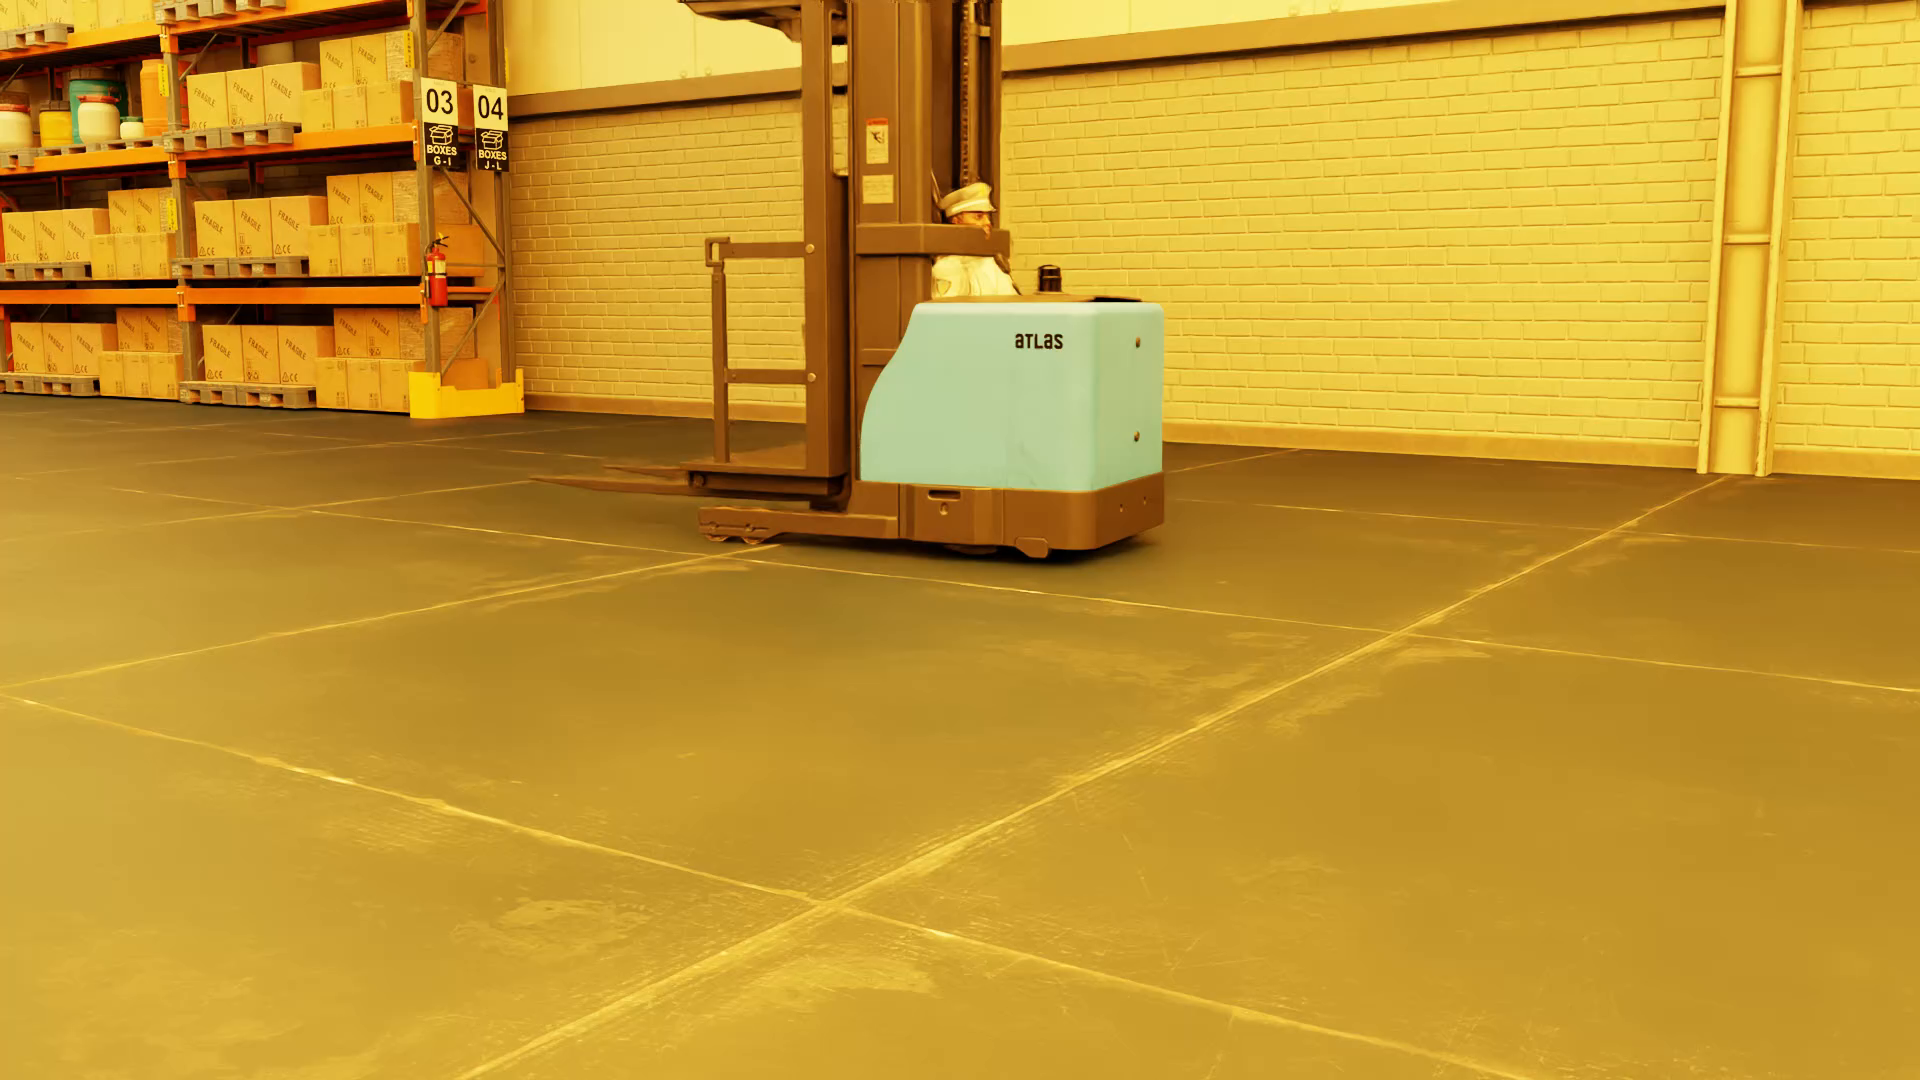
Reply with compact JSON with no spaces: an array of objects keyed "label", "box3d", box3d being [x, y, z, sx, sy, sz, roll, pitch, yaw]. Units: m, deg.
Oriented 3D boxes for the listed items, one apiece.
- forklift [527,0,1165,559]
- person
[{"label":"forklift","box3d":[-0.622,-1.490,7.674,3.031,2.935,1.130,4,9,25]},{"label":"person","box3d":[0.117,-0.775,7.359,0.692,1.595,0.563,-8,11,-44]}]
